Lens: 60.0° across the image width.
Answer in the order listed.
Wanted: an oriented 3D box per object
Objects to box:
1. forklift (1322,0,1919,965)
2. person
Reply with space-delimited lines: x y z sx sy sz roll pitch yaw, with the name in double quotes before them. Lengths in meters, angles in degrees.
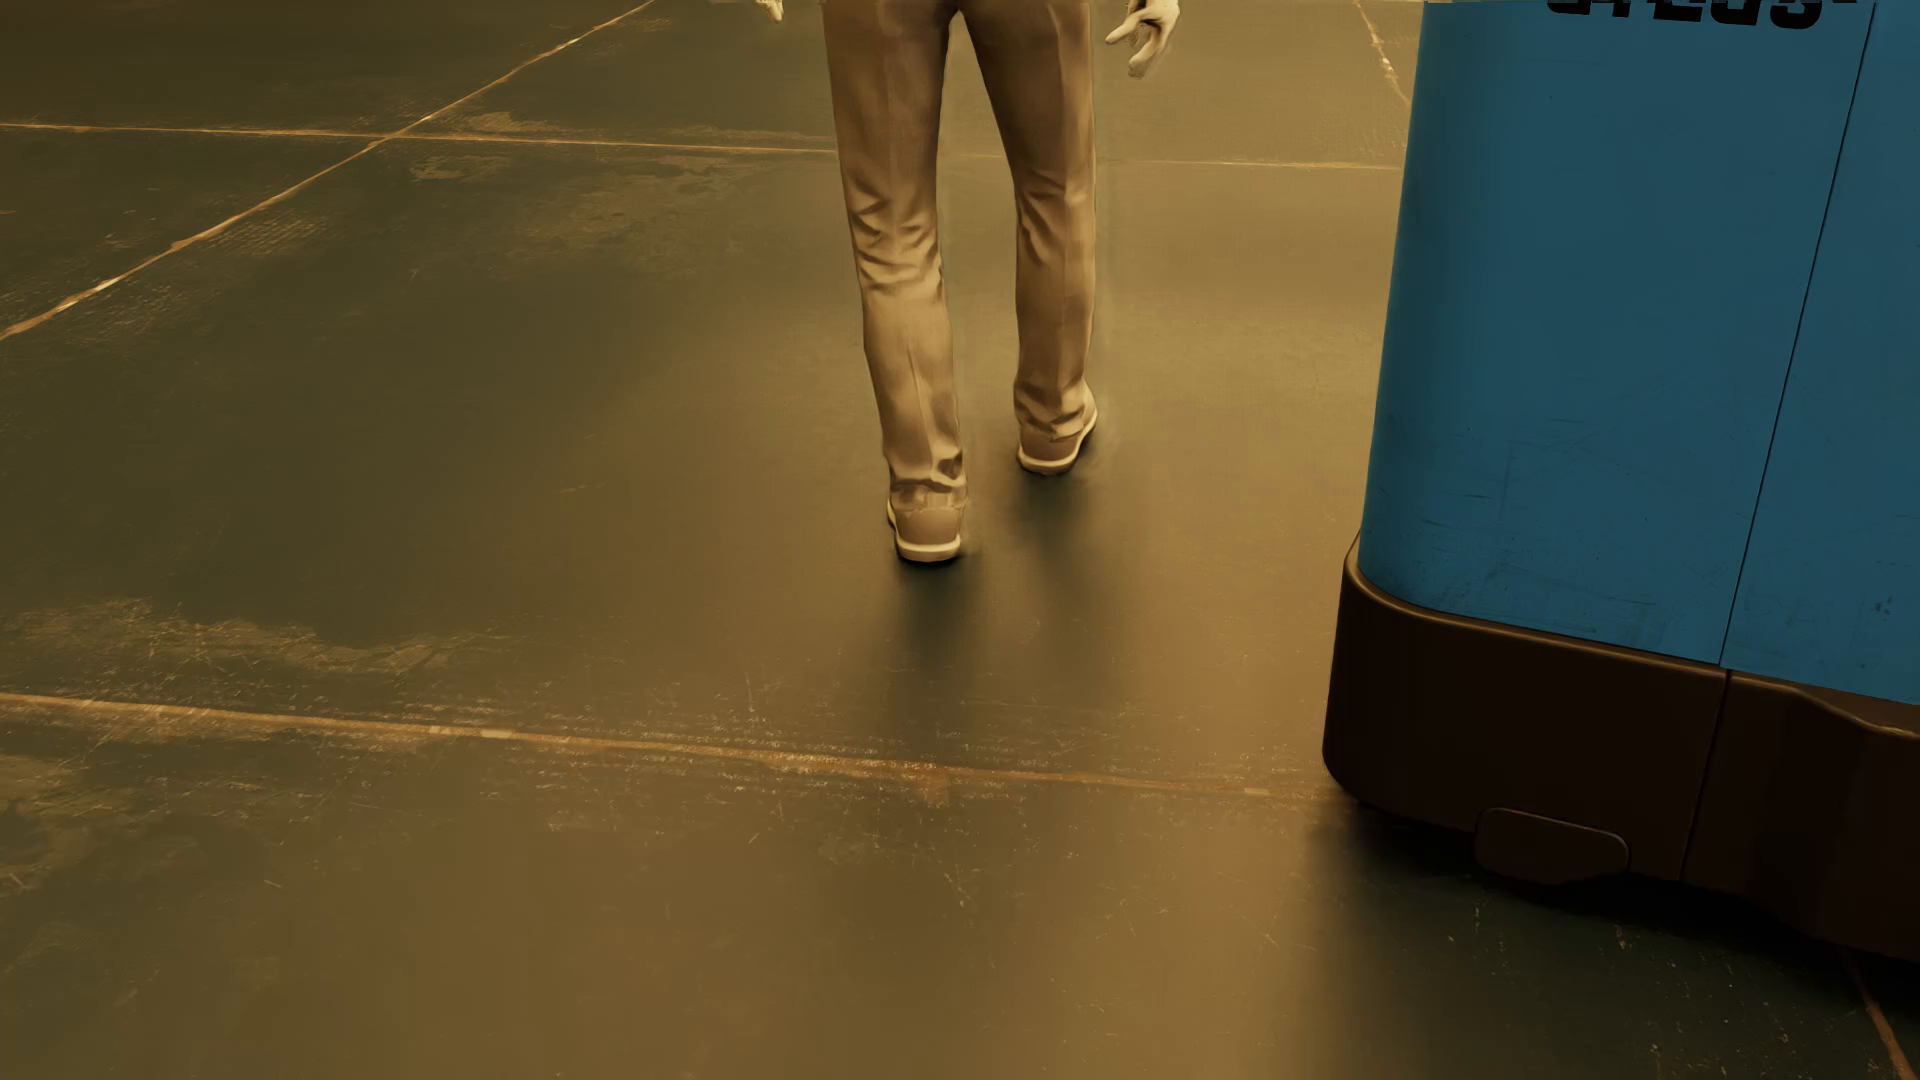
"forklift" 1.966 -0.912 1.044 3.031 2.935 1.130 11 29 21
"person" -0.014 -0.823 2.317 0.615 1.643 0.609 0 27 -1
